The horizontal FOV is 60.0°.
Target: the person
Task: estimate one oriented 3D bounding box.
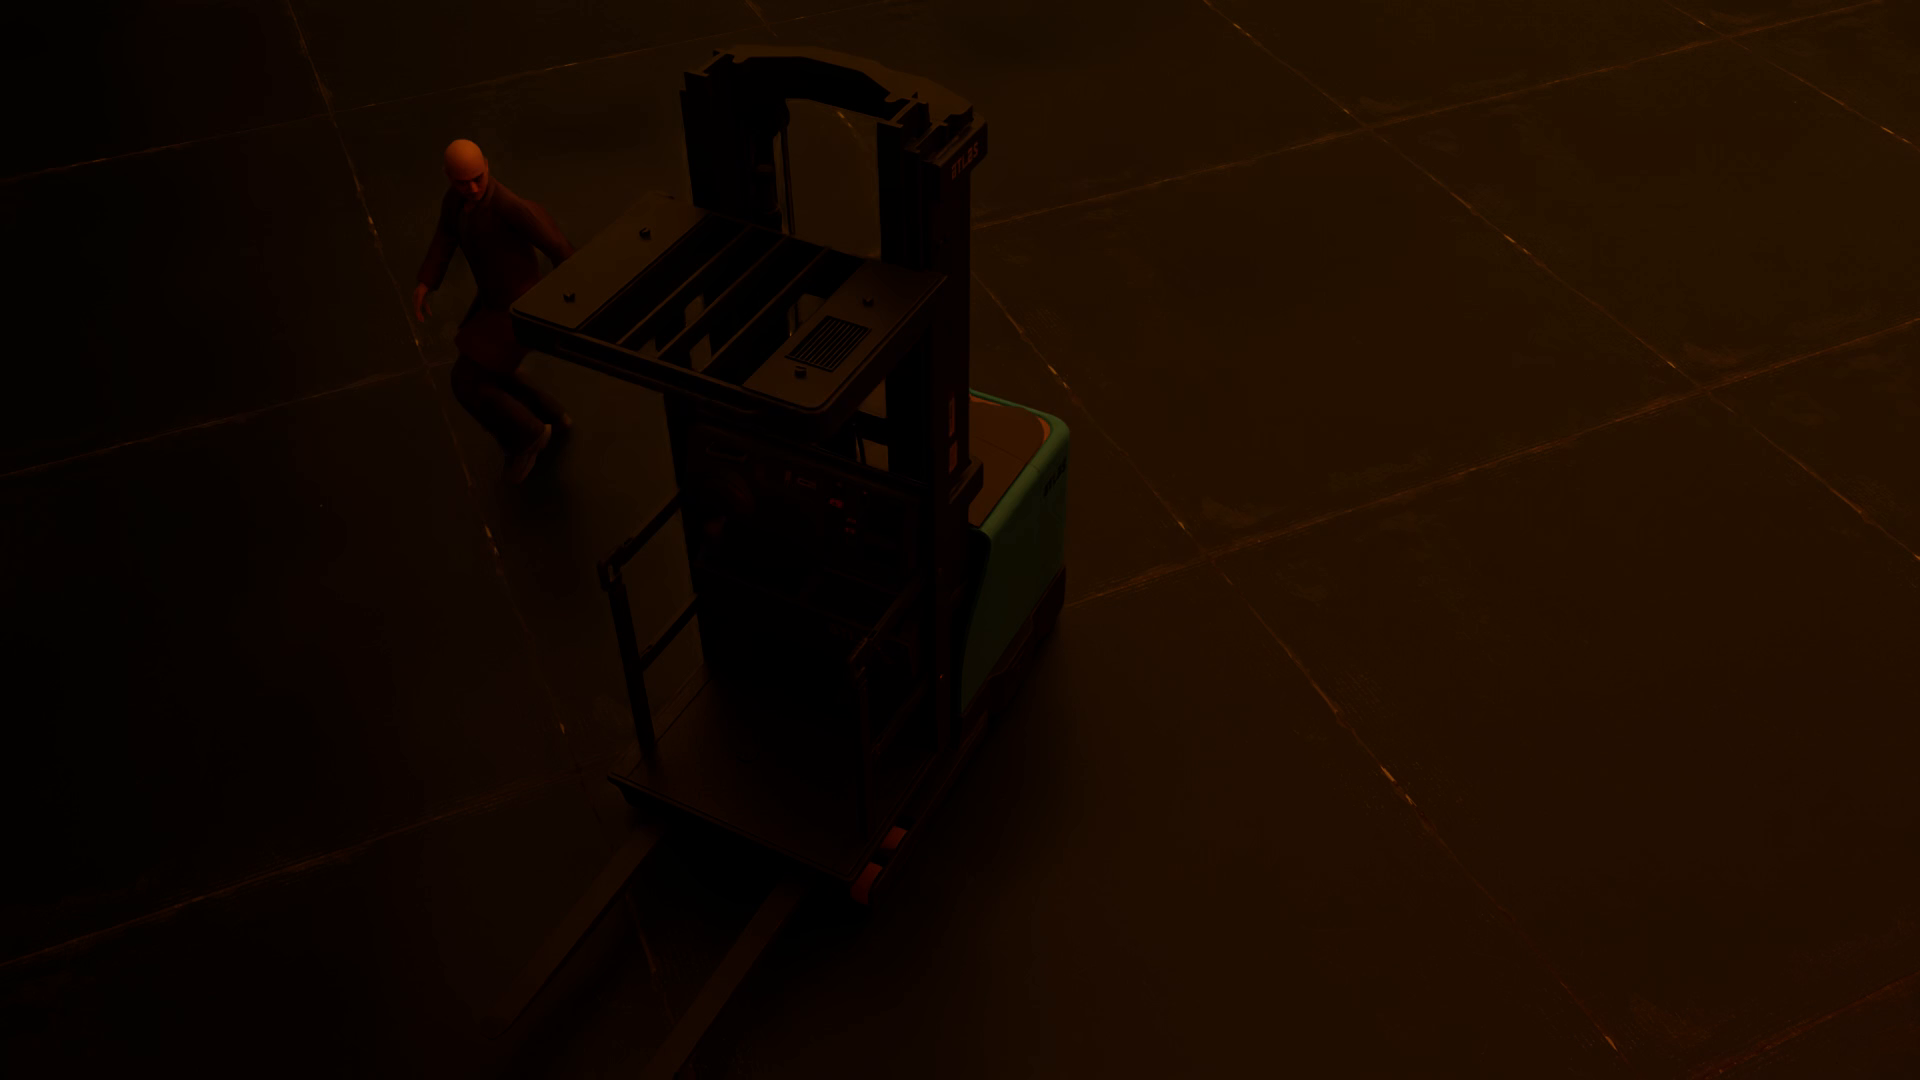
[{"bbox_3d":[-3.330,-1.282,7.945,0.599,1.810,0.674,13,45,13],"label":"person"}]

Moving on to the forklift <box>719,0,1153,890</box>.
[{"bbox_3d":[-0.084,-0.671,6.399,1.130,2.935,3.031,14,45,14],"label":"forklift"}]
